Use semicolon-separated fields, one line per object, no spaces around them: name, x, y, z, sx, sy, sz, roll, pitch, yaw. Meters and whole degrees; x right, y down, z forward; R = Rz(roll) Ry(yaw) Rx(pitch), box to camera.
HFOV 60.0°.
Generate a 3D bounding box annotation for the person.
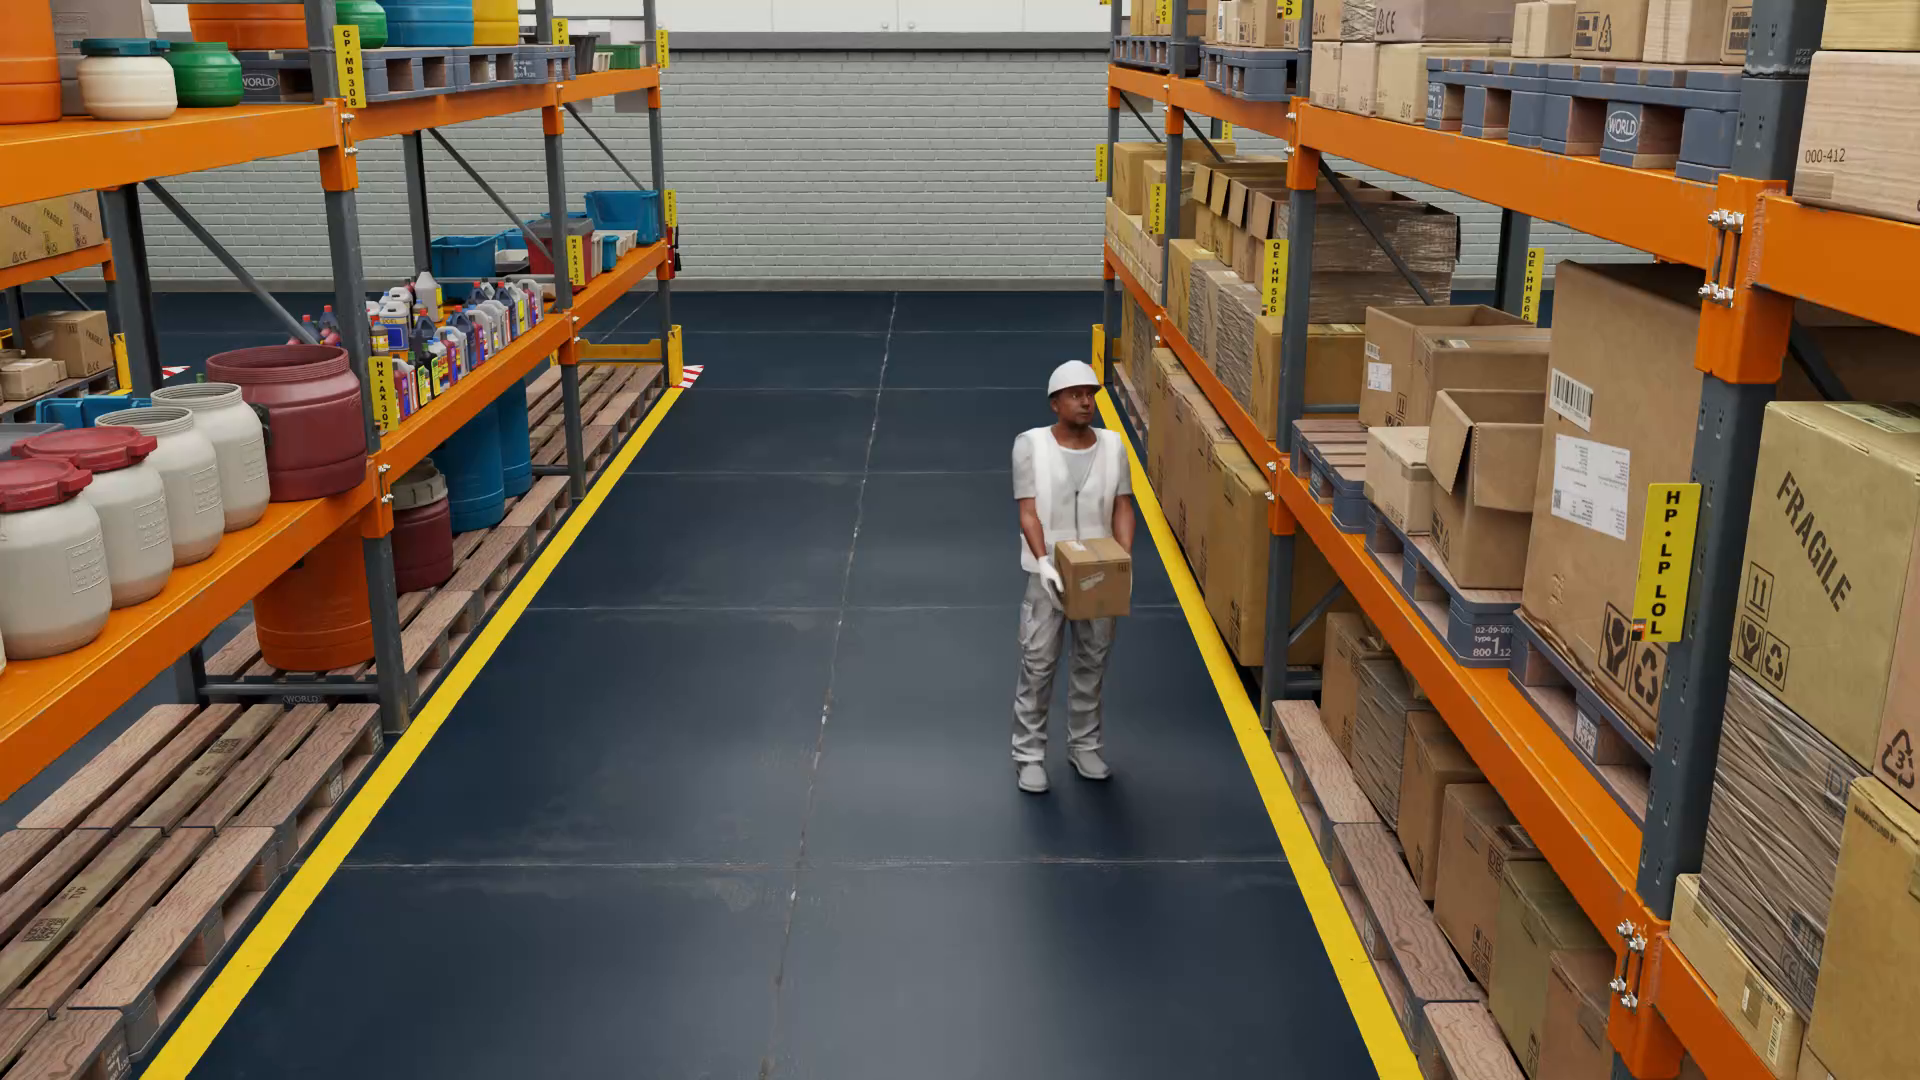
person;0.483;0.157;6.985;0.531;1.788;0.550;-4;17;-12
